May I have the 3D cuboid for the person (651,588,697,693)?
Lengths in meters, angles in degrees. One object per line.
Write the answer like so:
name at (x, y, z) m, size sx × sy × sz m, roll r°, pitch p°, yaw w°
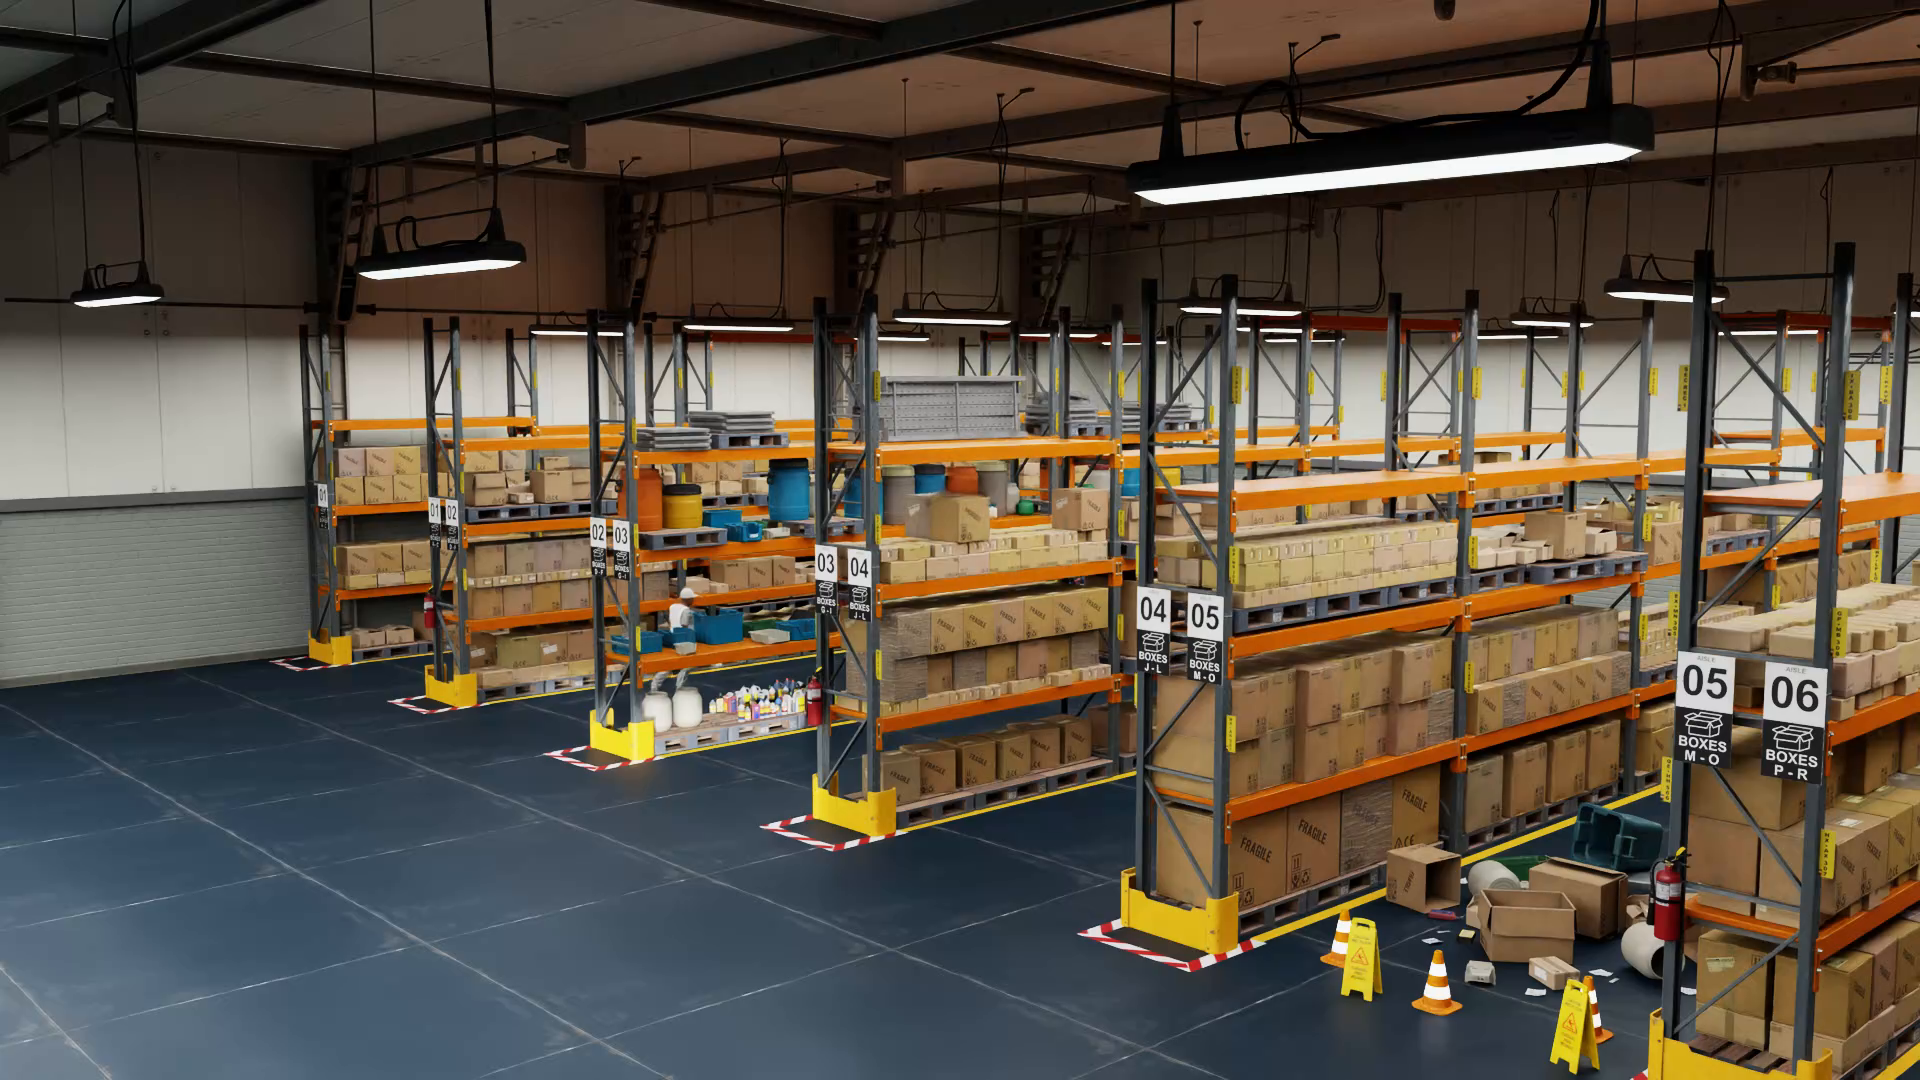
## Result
person at (-4.508, 1.640, 26.284) m, size 0.722 × 1.760 × 0.630 m, roll -5°, pitch 8°, yaw -41°
